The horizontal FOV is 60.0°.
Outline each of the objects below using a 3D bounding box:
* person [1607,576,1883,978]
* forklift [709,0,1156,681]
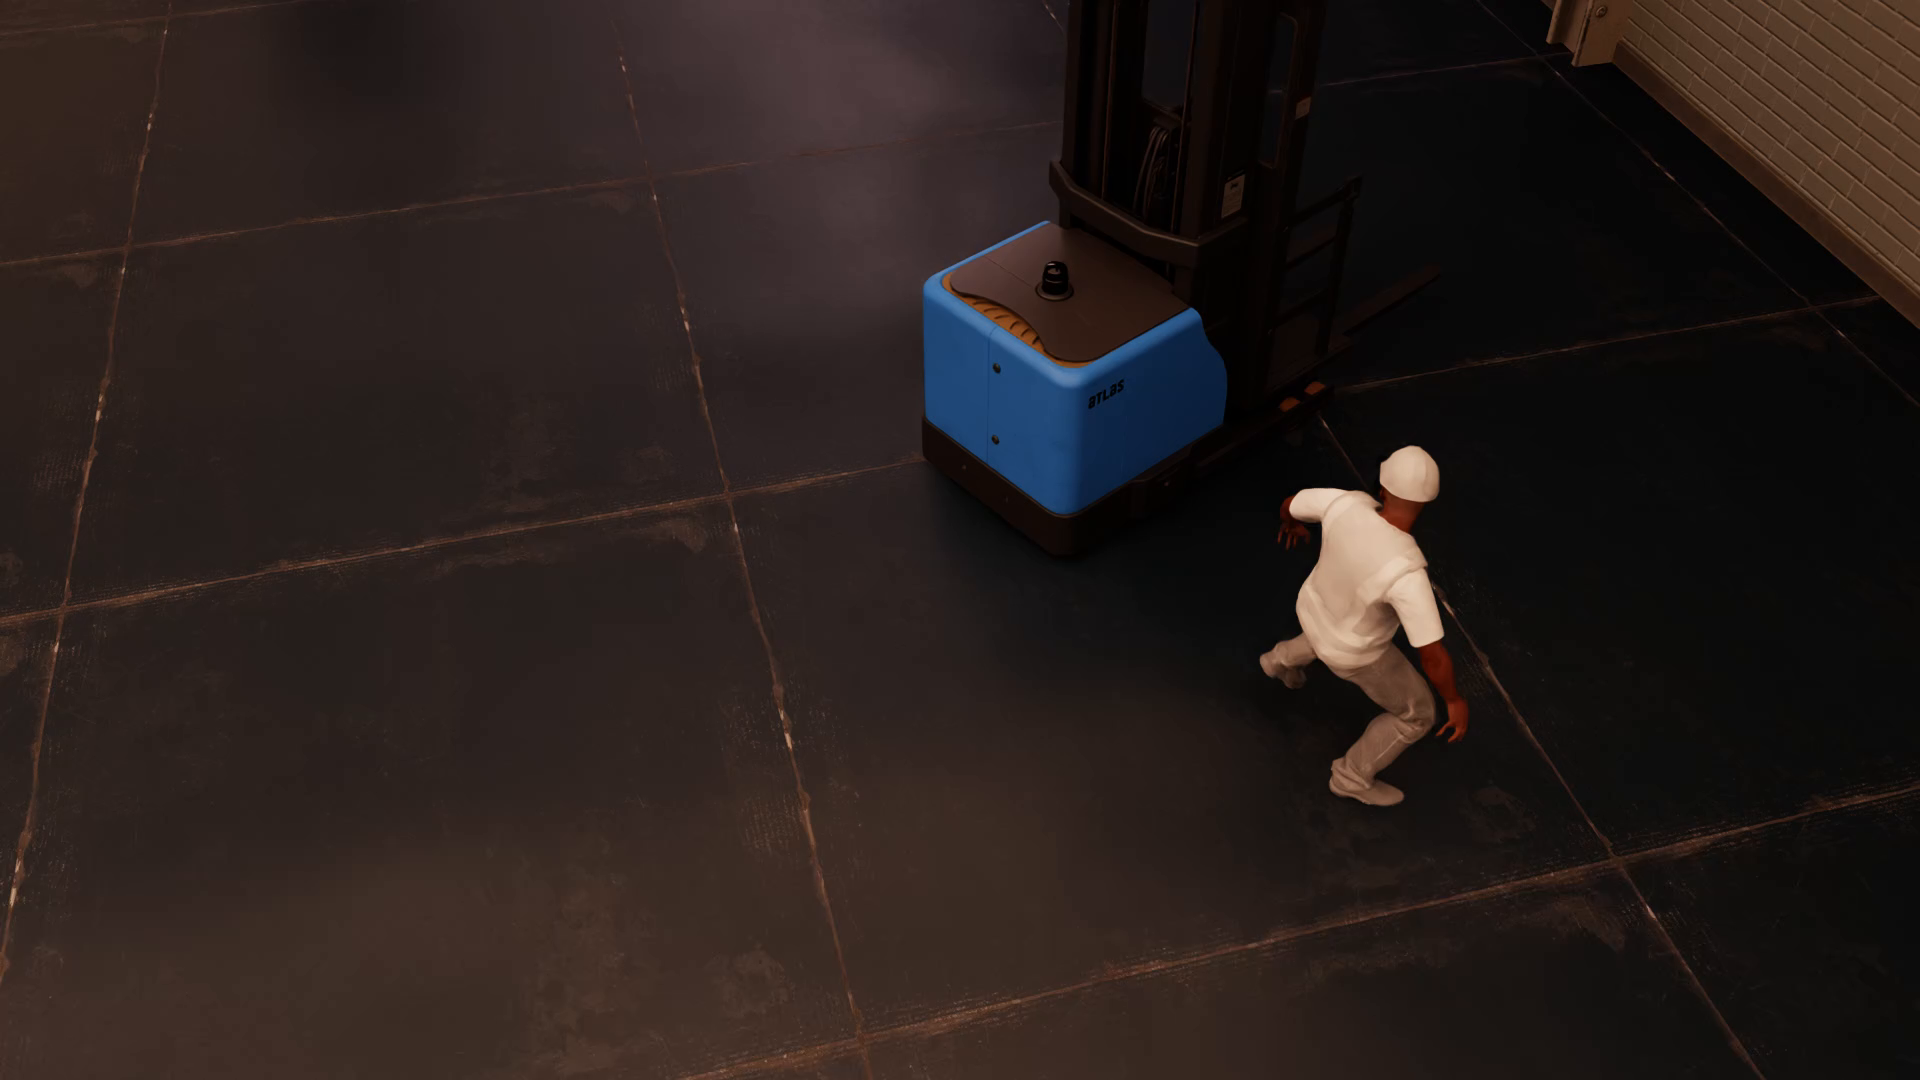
[{"bbox_3d":[2.629,0.767,5.690,0.463,1.759,0.621,28,50,26],"label":"person"},{"bbox_3d":[-0.332,-1.475,7.206,1.130,2.935,3.031,-20,47,-20],"label":"forklift"}]
